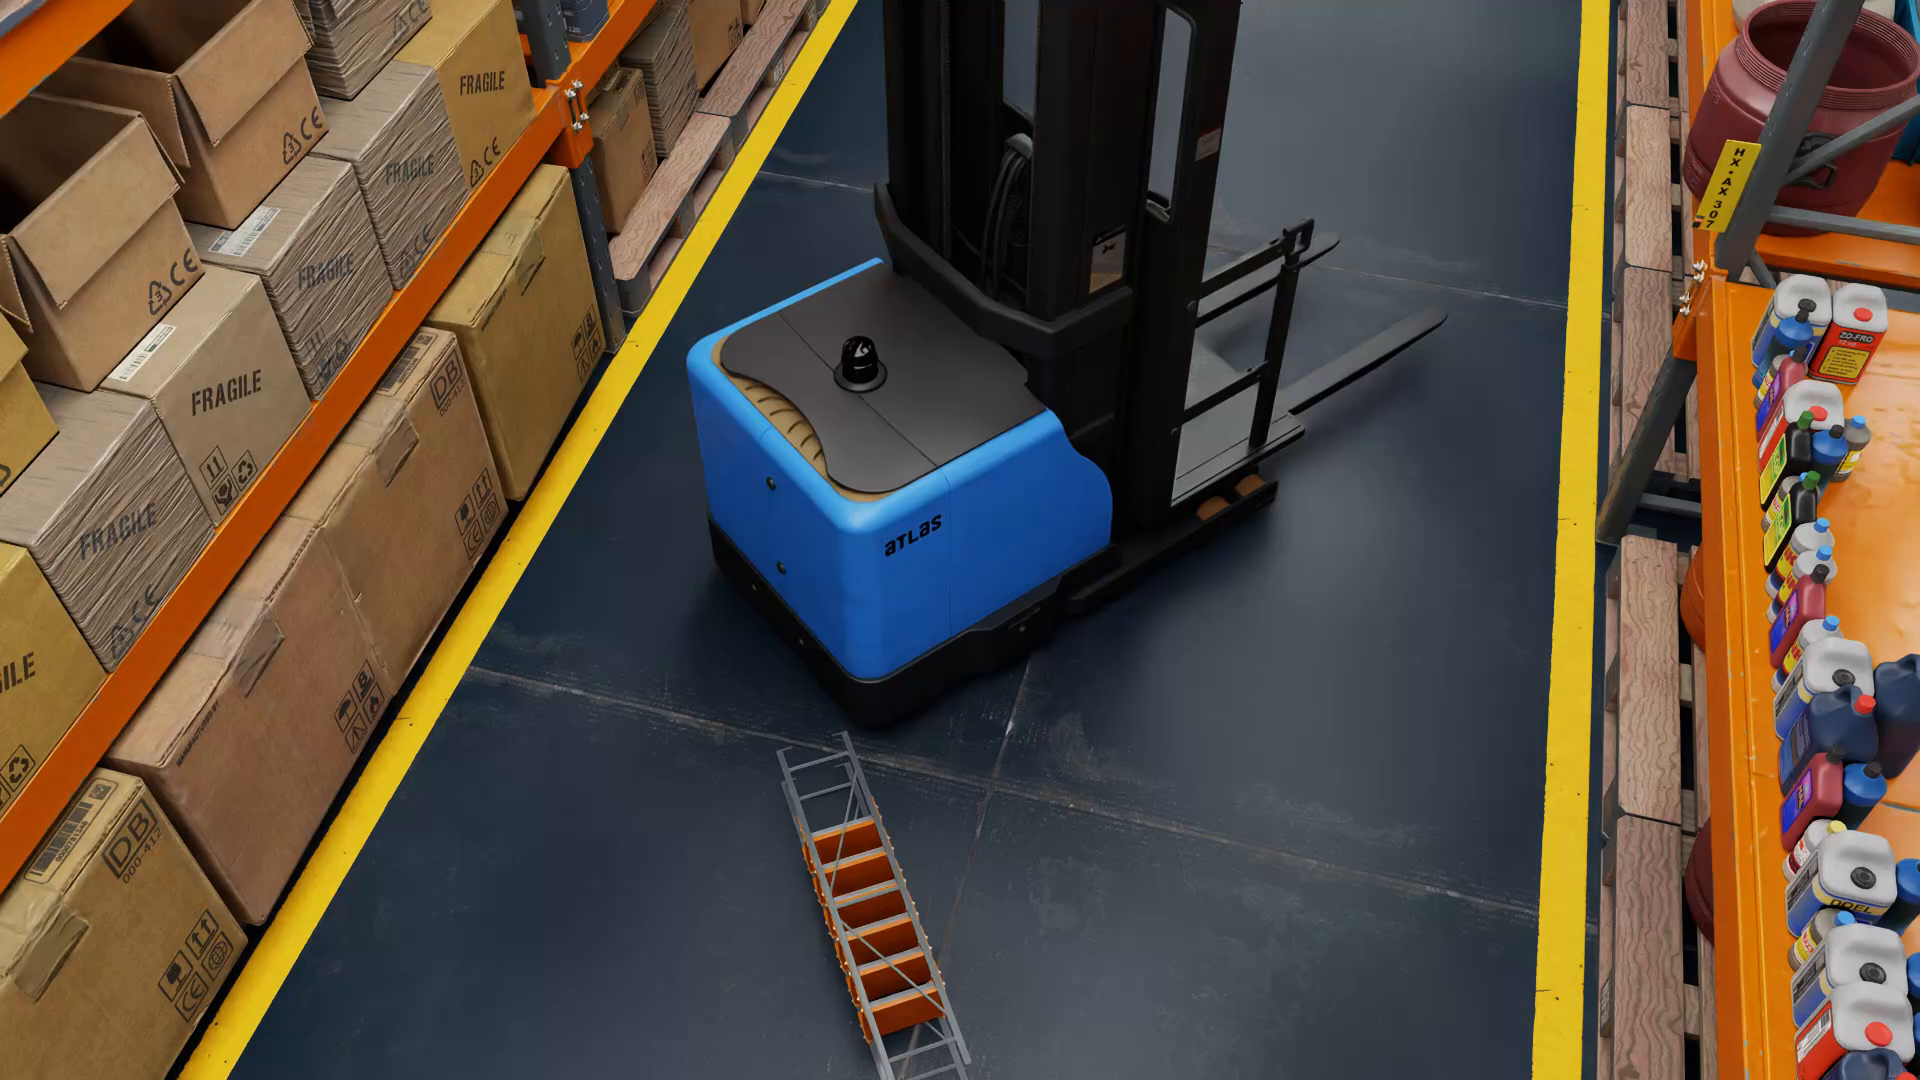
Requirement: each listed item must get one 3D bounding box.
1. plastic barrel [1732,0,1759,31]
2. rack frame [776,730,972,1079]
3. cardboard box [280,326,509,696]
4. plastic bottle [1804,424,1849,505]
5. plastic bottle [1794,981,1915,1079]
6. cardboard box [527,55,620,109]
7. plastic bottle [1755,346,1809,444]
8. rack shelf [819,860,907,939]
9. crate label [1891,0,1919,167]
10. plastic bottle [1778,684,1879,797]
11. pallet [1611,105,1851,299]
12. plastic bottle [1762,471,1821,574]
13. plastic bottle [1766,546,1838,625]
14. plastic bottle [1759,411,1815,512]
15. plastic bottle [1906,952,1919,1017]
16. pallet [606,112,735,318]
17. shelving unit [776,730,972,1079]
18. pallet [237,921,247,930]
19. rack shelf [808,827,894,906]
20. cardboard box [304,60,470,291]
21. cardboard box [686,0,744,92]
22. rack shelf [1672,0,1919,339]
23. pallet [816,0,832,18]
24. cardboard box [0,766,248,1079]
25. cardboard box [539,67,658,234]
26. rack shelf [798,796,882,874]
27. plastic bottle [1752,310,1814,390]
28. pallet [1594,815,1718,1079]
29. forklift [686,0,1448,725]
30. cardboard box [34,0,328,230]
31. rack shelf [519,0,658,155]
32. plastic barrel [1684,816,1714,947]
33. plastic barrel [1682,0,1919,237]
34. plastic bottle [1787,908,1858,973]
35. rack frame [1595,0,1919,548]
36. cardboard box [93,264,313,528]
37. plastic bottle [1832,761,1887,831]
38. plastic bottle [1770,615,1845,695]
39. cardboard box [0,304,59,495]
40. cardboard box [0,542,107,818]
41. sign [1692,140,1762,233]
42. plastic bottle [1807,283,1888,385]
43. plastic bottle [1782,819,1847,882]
[{"bbox_3d":[3.054,-2.052,5.986,0.421,0.512,0.421,0,49,0],"label":"plastic barrel"},{"bbox_3d":[-0.281,1.081,5.043,0.240,0.006,1.200,-15,51,-13],"label":"rack frame"},{"bbox_3d":[-2.343,-0.199,5.562,1.225,0.875,0.875,12,50,10],"label":"cardboard box"},{"bbox_3d":[2.333,-0.207,4.518,0.097,0.271,0.097,0,49,0],"label":"plastic bottle"},{"bbox_3d":[1.847,1.033,3.421,0.152,0.276,0.135,12,50,10],"label":"plastic bottle"},{"bbox_3d":[-1.752,-1.958,6.851,0.500,0.250,0.500,13,50,12],"label":"cardboard box"},{"bbox_3d":[2.322,-0.407,4.687,0.061,0.283,0.133,12,50,10],"label":"plastic bottle"},{"bbox_3d":[-0.296,1.109,5.140,0.258,0.180,0.103,-15,51,-13],"label":"rack shelf"},{"bbox_3d":[3.401,-1.601,5.639,0.502,0.435,0.616,12,50,10],"label":"crate label"},{"bbox_3d":[2.042,0.460,3.877,0.144,0.351,0.185,12,50,10],"label":"plastic bottle"},{"bbox_3d":[3.443,-1.433,7.374,1.003,0.211,1.213,12,50,10],"label":"pallet"},{"bbox_3d":[2.191,-0.047,4.368,0.061,0.283,0.133,12,50,10],"label":"plastic bottle"},{"bbox_3d":[2.153,0.115,4.234,0.097,0.271,0.097,0,49,0],"label":"plastic bottle"},{"bbox_3d":[2.252,-0.213,4.516,0.061,0.283,0.133,12,50,10],"label":"plastic bottle"},{"bbox_3d":[2.007,0.948,3.499,0.097,0.271,0.097,0,49,0],"label":"plastic bottle"},{"bbox_3d":[-1.693,-1.543,7.471,1.003,0.211,1.213,12,50,10],"label":"pallet"},{"bbox_3d":[-0.281,1.141,5.112,0.258,0.189,1.200,-15,51,-13],"label":"shelving unit"},{"bbox_3d":[-2.822,1.342,4.925,1.003,0.211,1.213,12,50,10],"label":"pallet"},{"bbox_3d":[-0.337,1.024,5.214,0.258,0.180,0.103,-15,51,-13],"label":"rack shelf"},{"bbox_3d":[-1.927,-1.169,5.214,0.500,0.500,0.500,11,50,10],"label":"cardboard box"},{"bbox_3d":[-1.466,-2.523,7.850,0.700,0.500,0.500,15,50,13],"label":"cardboard box"},{"bbox_3d":[3.405,-2.132,6.611,1.077,0.370,4.000,12,50,10],"label":"rack shelf"},{"bbox_3d":[-1.050,-3.308,9.029,1.003,0.211,1.213,12,50,10],"label":"pallet"},{"bbox_3d":[-2.803,1.089,4.425,1.225,0.875,0.875,12,50,10],"label":"cardboard box"},{"bbox_3d":[-1.743,-1.708,7.131,0.700,0.500,0.500,9,49,8],"label":"cardboard box"},{"bbox_3d":[-0.377,0.939,5.288,0.258,0.180,0.103,-15,51,-13],"label":"rack shelf"},{"bbox_3d":[2.396,-0.554,4.824,0.097,0.271,0.097,0,49,0],"label":"plastic bottle"},{"bbox_3d":[2.388,1.457,4.823,1.003,0.211,1.213,12,50,10],"label":"pallet"},{"bbox_3d":[0.579,-1.261,5.408,3.031,2.935,1.130,-29,55,-23],"label":"forklift"},{"bbox_3d":[-2.282,-1.270,4.634,0.797,0.503,0.637,13,50,11],"label":"cardboard box"},{"bbox_3d":[-1.373,-3.110,7.474,1.077,0.370,4.000,12,50,10],"label":"rack shelf"},{"bbox_3d":[2.469,0.909,4.775,0.600,0.588,0.708,12,50,10],"label":"plastic barrel"},{"bbox_3d":[2.709,-1.364,5.363,0.600,0.536,0.708,12,50,10],"label":"plastic barrel"},{"bbox_3d":[1.886,0.871,3.613,0.097,0.201,0.097,0,49,0],"label":"plastic bottle"},{"bbox_3d":[2.879,-0.924,5.065,1.000,3.000,0.127,12,50,10],"label":"rack frame"},{"bbox_3d":[-2.196,-0.425,4.558,0.500,0.500,0.500,12,50,11],"label":"cardboard box"},{"bbox_3d":[2.041,0.595,3.810,0.097,0.271,0.097,0,49,0],"label":"plastic bottle"},{"bbox_3d":[2.092,0.282,4.086,0.097,0.271,0.097,0,49,0],"label":"plastic bottle"},{"bbox_3d":[-2.600,-0.331,3.805,0.797,0.503,0.637,12,50,10],"label":"cardboard box"},{"bbox_3d":[-2.459,0.312,3.907,0.500,0.500,0.500,12,50,10],"label":"cardboard box"},{"bbox_3d":[2.346,-1.081,5.095,0.100,0.325,0.005,12,50,10],"label":"sign"},{"bbox_3d":[2.600,-0.604,4.865,0.152,0.276,0.135,12,50,10],"label":"plastic bottle"},{"bbox_3d":[1.947,0.703,3.761,0.097,0.201,0.097,0,49,0],"label":"plastic bottle"}]
